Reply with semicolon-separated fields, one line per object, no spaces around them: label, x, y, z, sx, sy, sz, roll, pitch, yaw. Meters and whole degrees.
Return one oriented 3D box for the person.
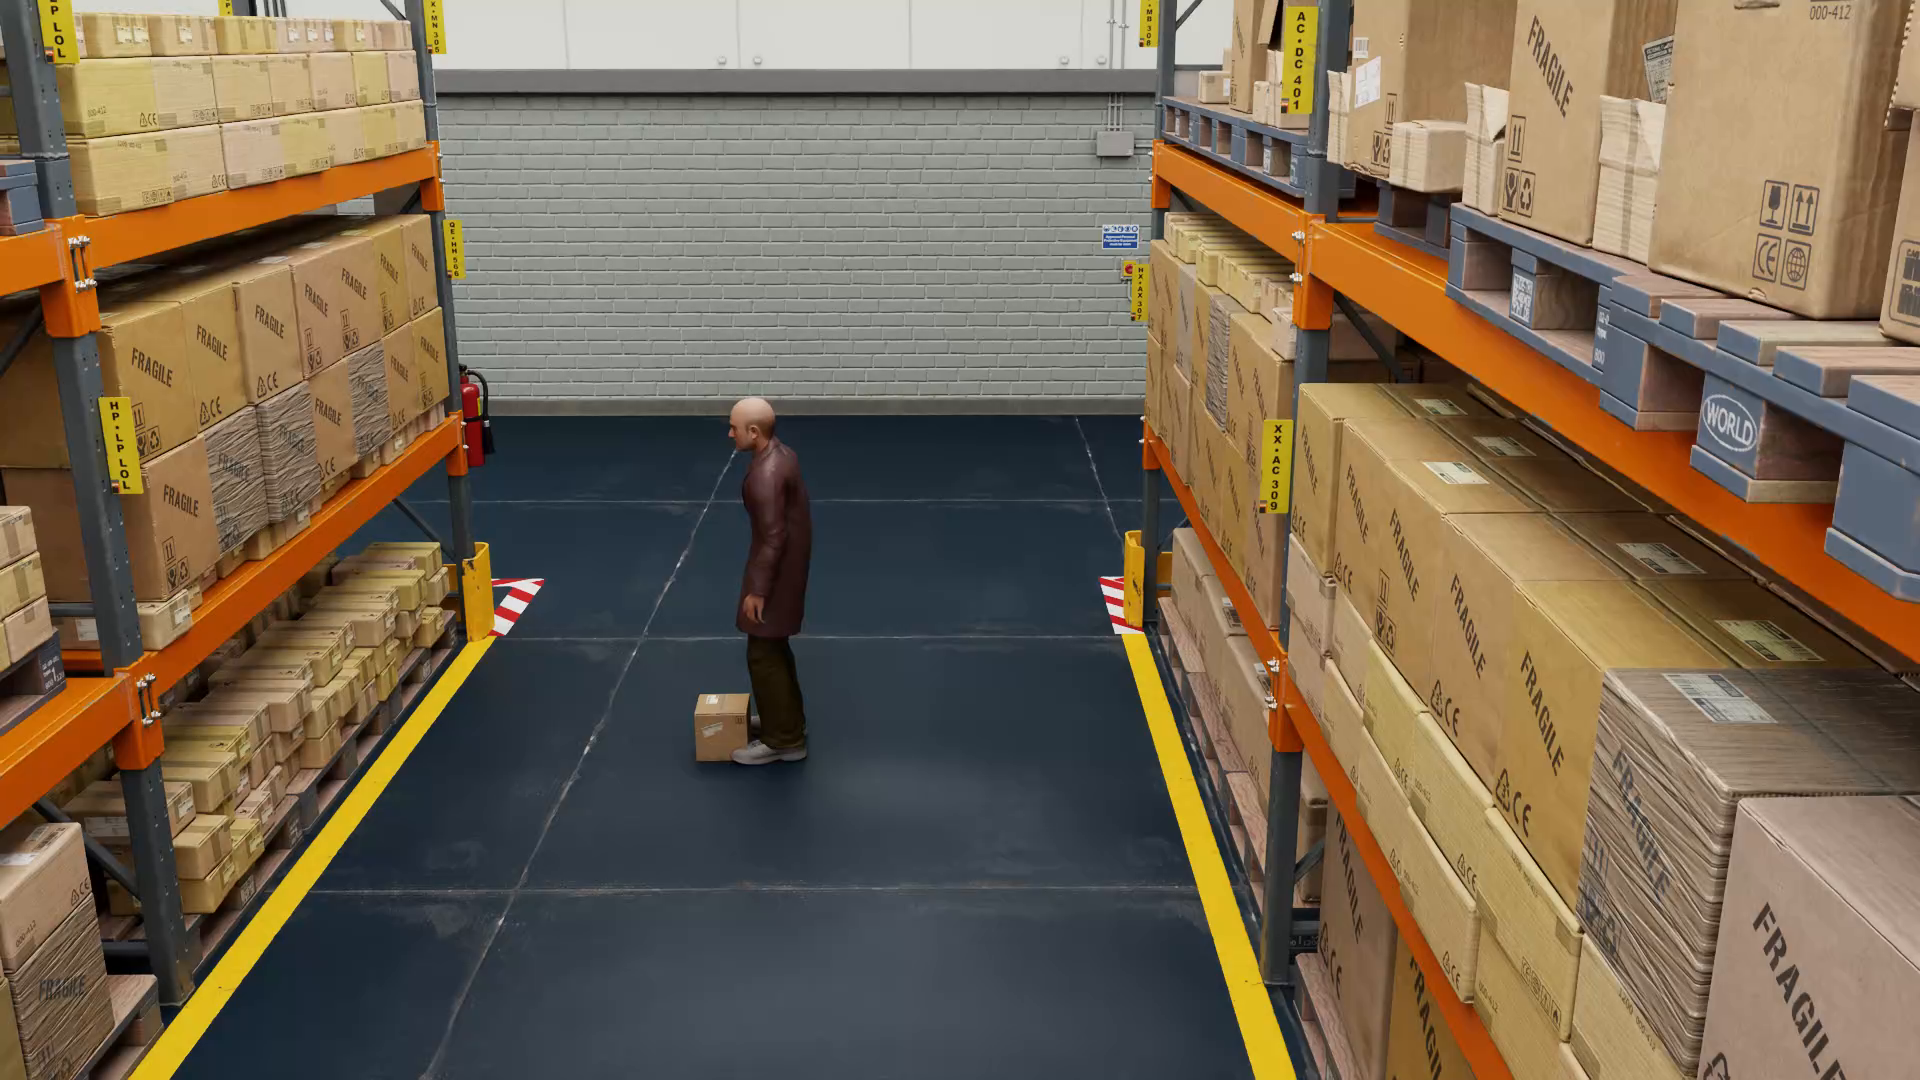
person;-0.910;0.185;7.959;0.427;1.773;0.640;0;17;-1
